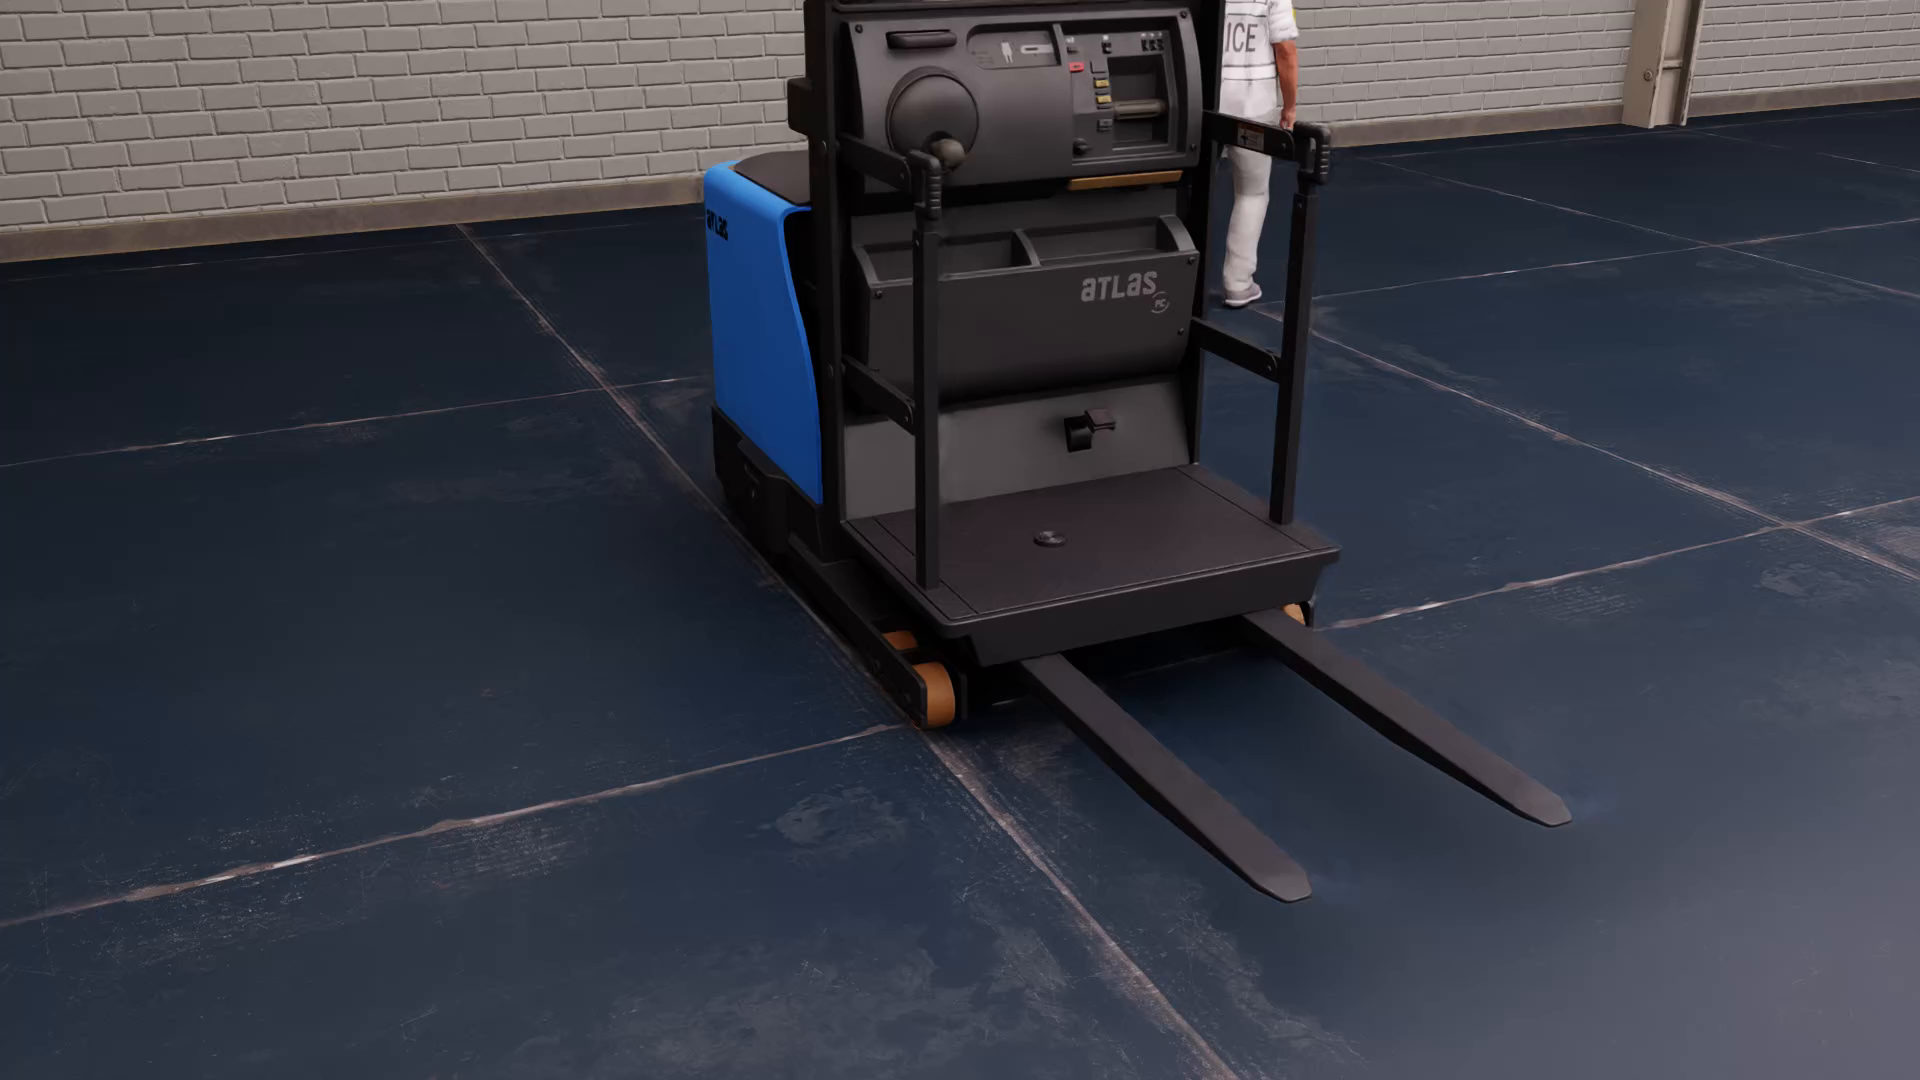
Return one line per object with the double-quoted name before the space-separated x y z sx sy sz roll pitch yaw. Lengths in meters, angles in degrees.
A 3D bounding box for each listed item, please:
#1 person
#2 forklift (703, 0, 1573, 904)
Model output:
"person" 1.241 -1.958 7.593 0.613 1.779 0.509 10 24 22
"forklift" 0.265 -1.083 3.894 1.130 2.935 3.031 -10 24 -22
